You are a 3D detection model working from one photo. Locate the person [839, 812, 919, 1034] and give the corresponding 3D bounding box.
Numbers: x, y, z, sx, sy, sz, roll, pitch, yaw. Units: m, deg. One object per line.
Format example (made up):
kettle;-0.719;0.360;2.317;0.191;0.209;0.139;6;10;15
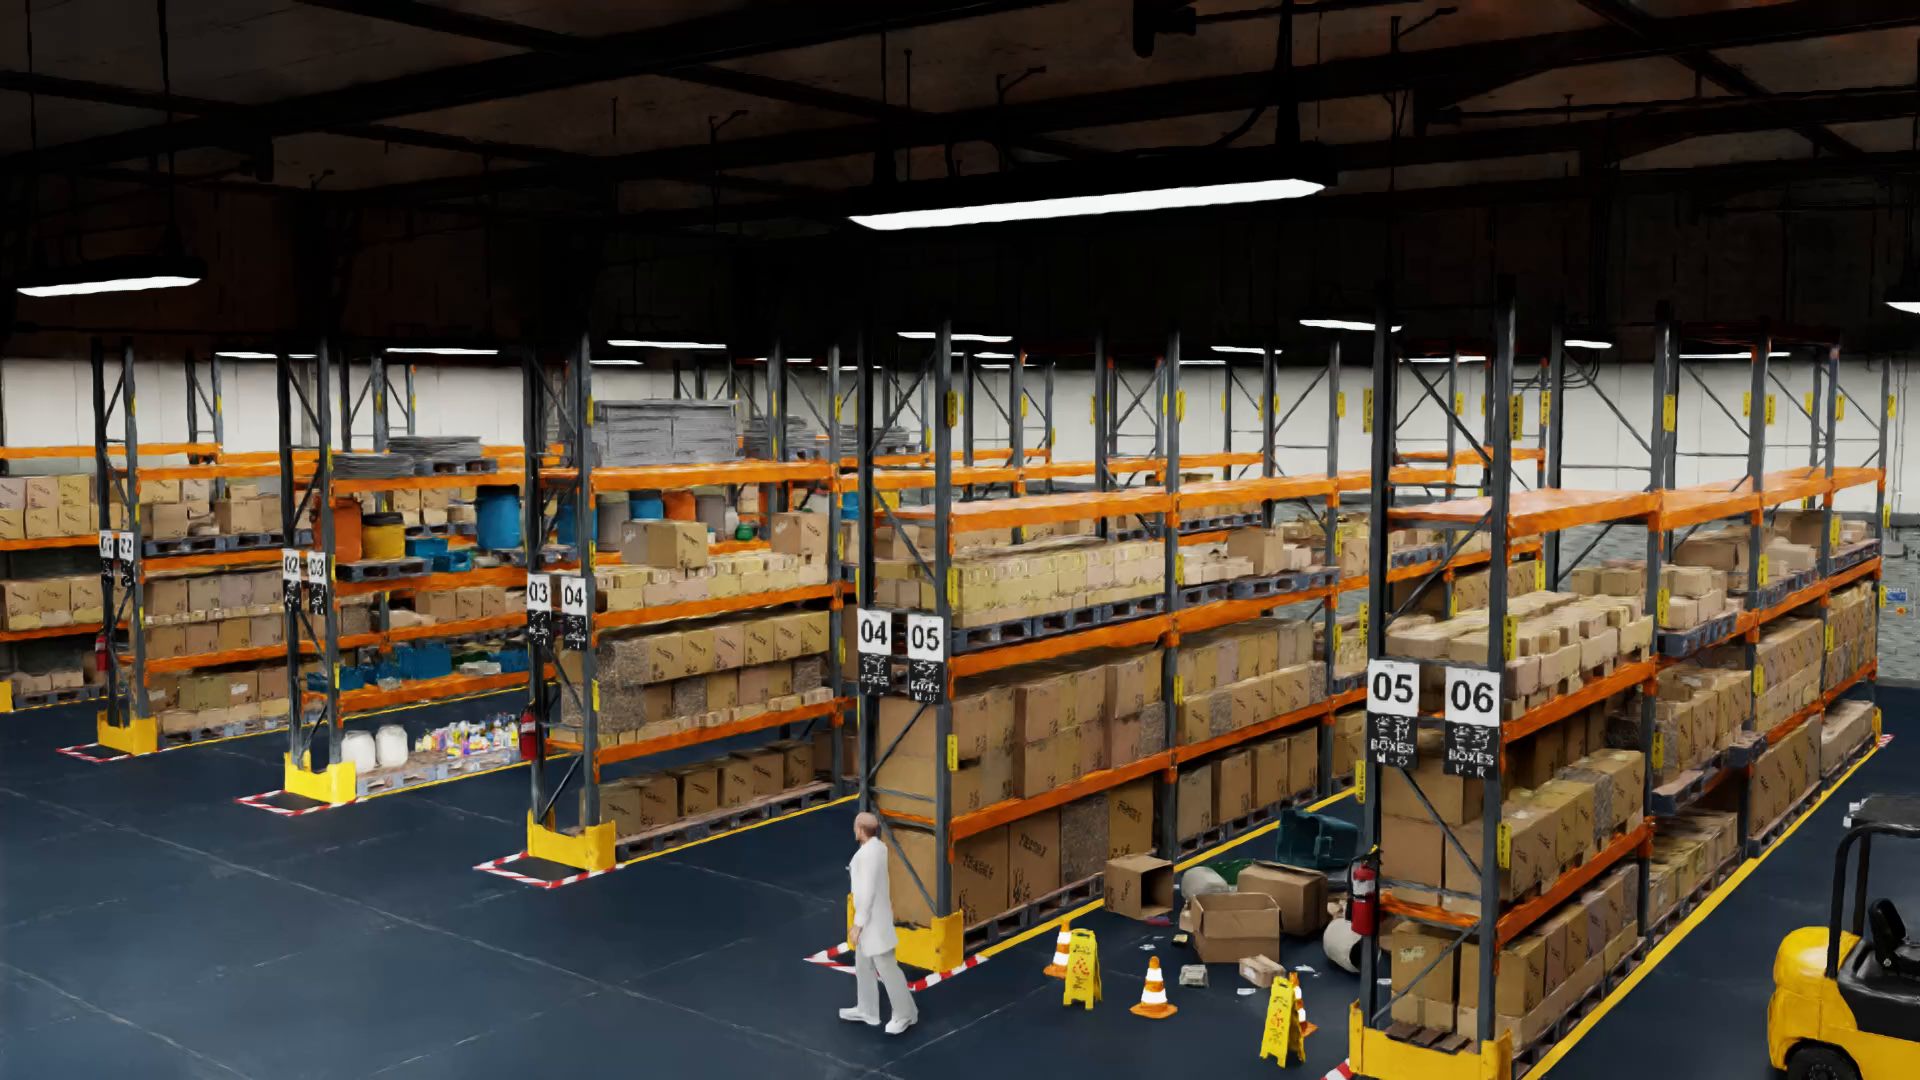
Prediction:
person;-0.673;3.104;13.606;0.676;1.771;0.617;0;5;2
